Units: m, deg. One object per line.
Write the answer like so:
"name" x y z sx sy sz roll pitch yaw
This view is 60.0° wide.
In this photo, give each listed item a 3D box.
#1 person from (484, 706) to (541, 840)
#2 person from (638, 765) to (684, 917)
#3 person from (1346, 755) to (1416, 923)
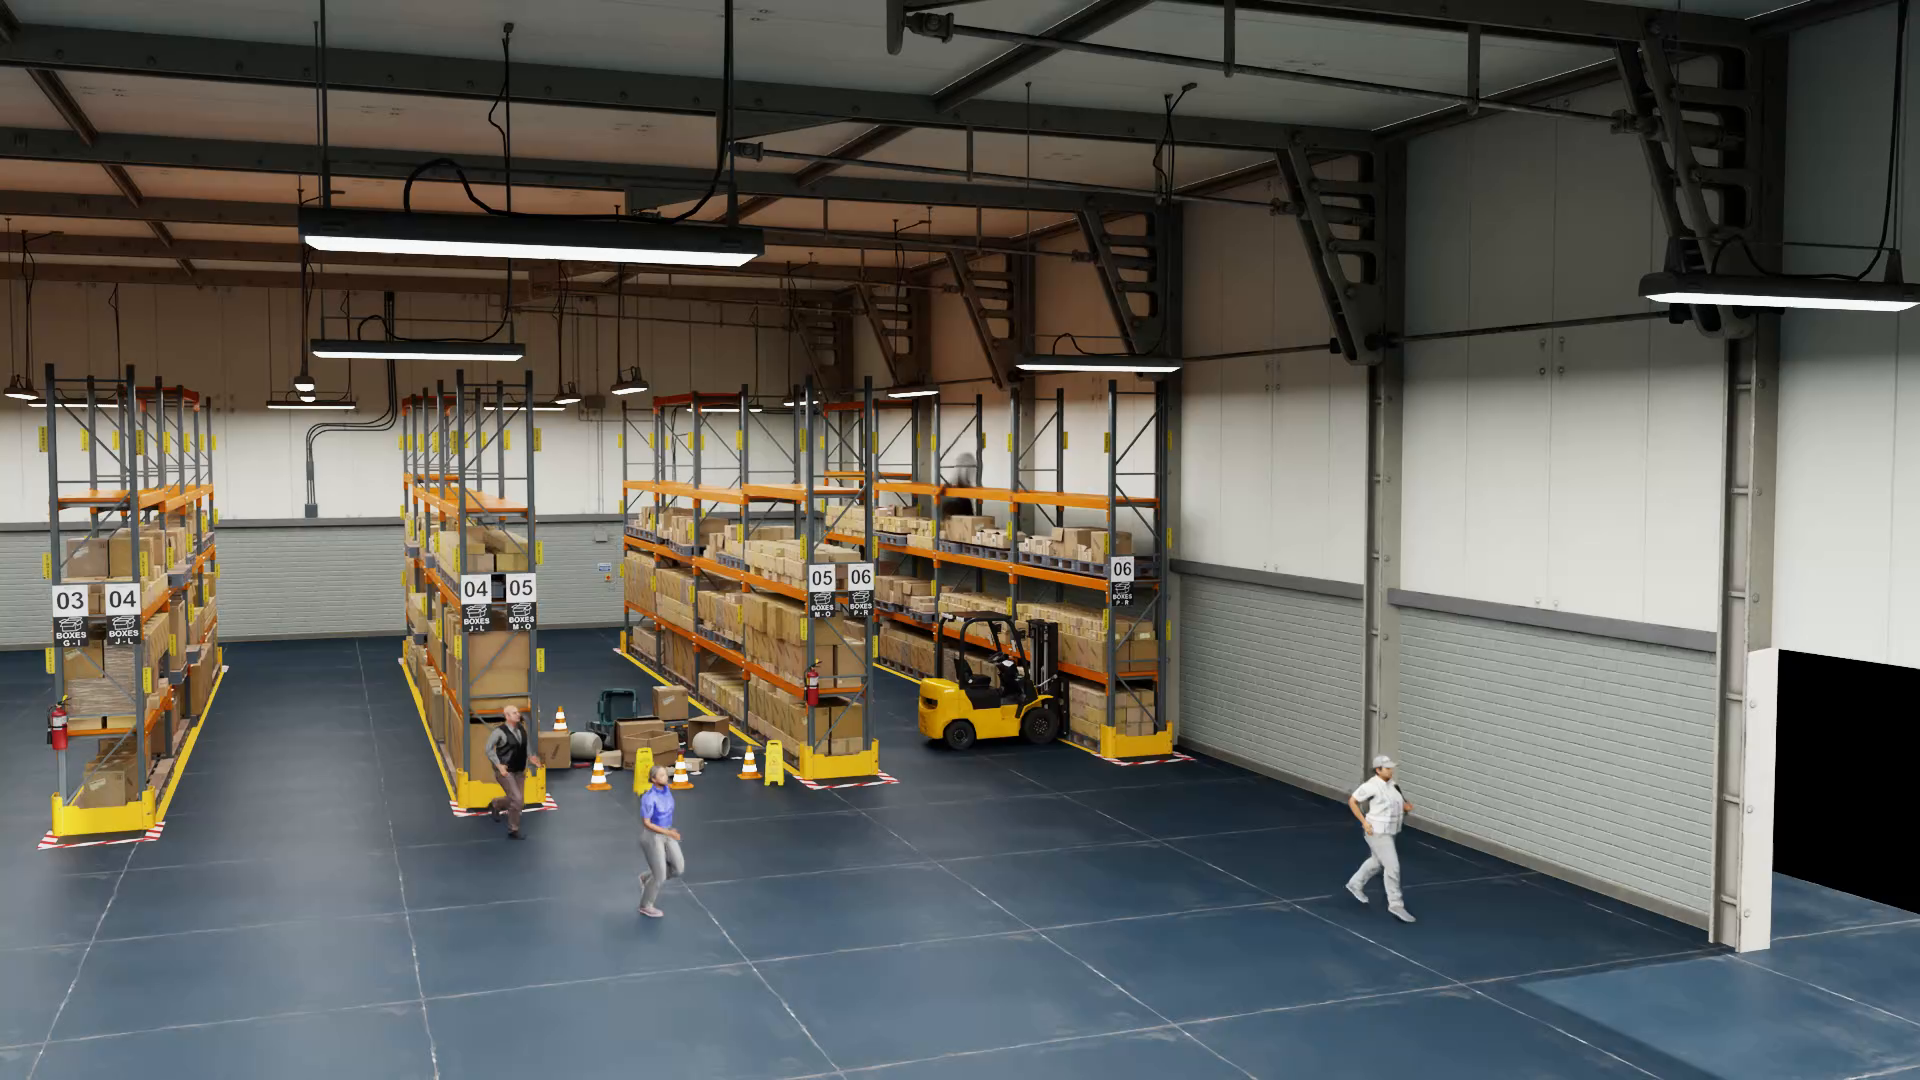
"person" -5.780 2.934 21.161 0.752 1.679 0.645 2 4 29
"person" -3.159 3.174 17.612 0.621 1.614 0.595 1 4 24
"person" 4.476 3.126 17.646 0.860 1.696 0.594 3 4 40
